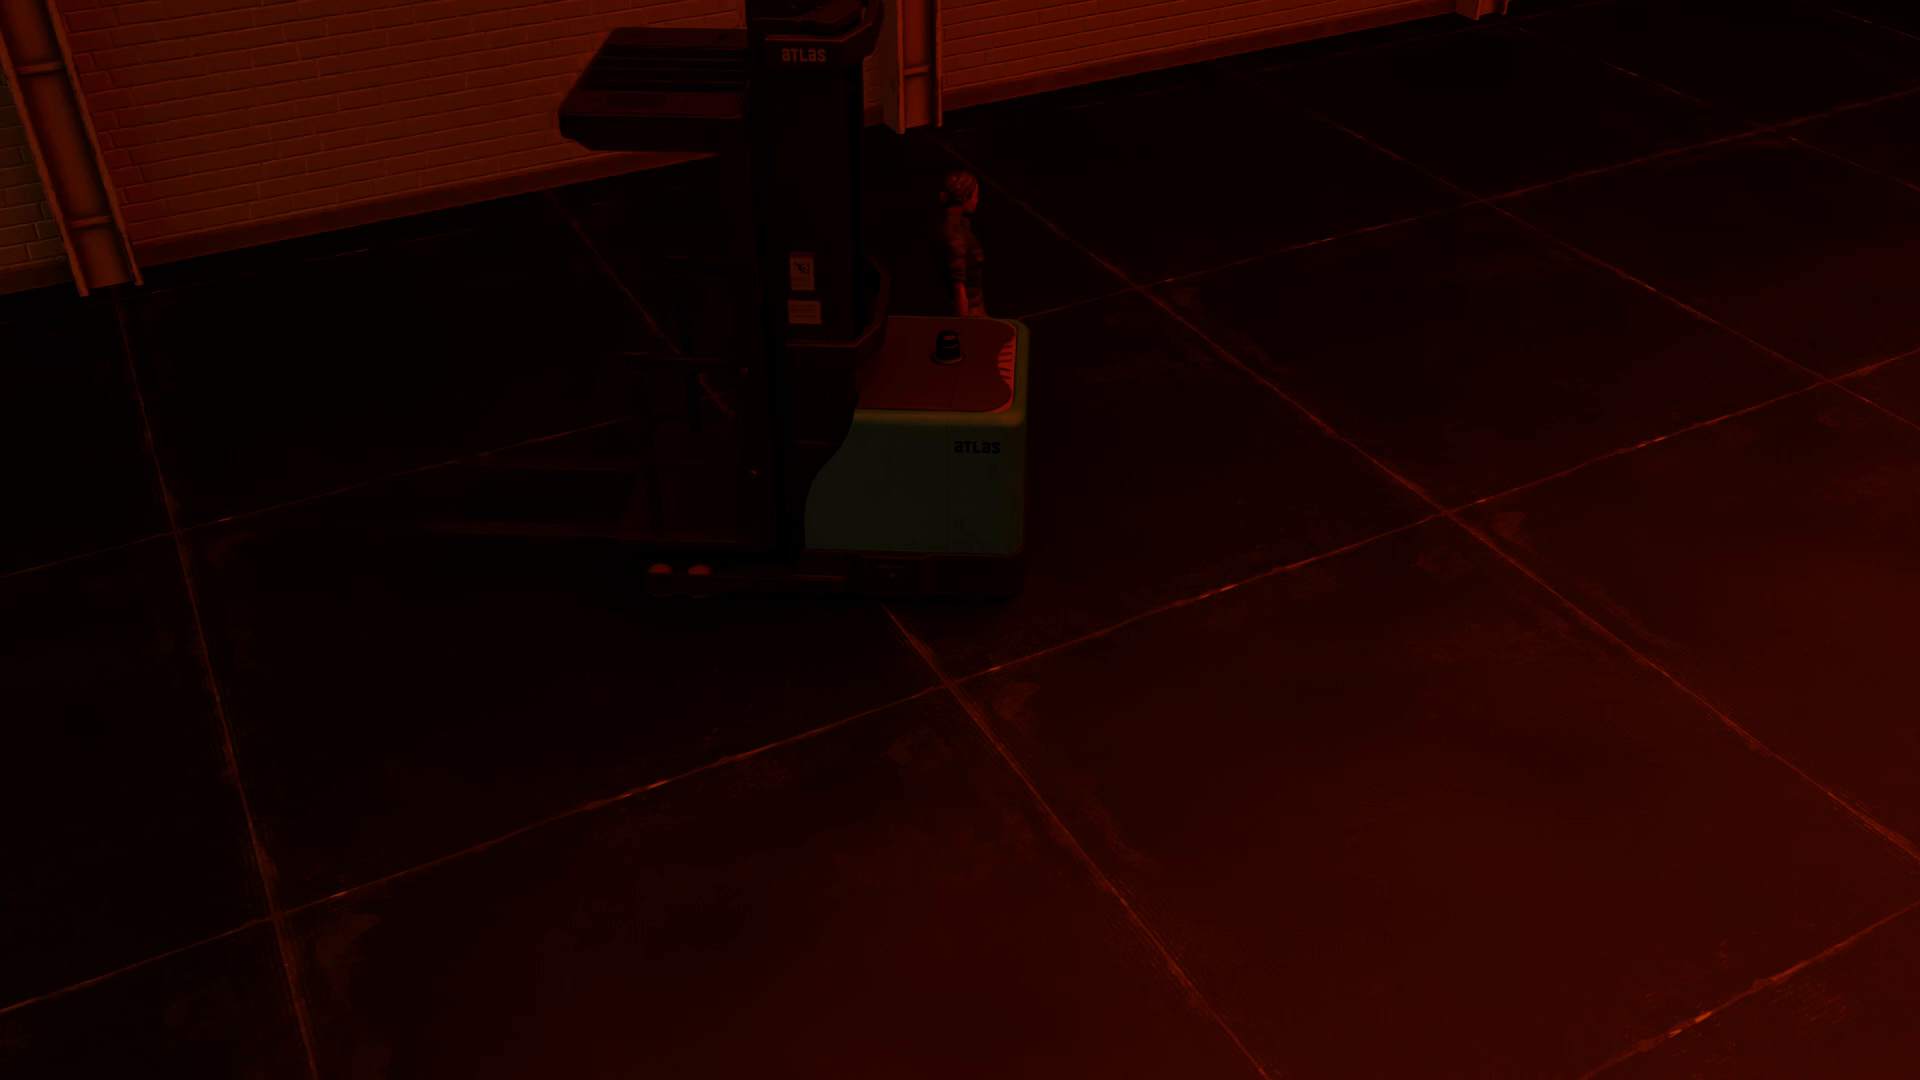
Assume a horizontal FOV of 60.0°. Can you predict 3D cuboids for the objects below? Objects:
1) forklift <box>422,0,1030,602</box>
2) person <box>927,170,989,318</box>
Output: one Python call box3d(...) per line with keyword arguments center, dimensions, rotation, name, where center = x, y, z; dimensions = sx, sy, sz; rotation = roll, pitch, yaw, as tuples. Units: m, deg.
box3d(center=(-1.173, -1.209, 7.834), dimensions=(3.031, 2.935, 1.130), rotation=(2, 35, 3), name="forklift")
box3d(center=(0.020, -1.235, 9.073), dimensions=(0.470, 1.575, 0.823), rotation=(-6, 36, -9), name="person")
